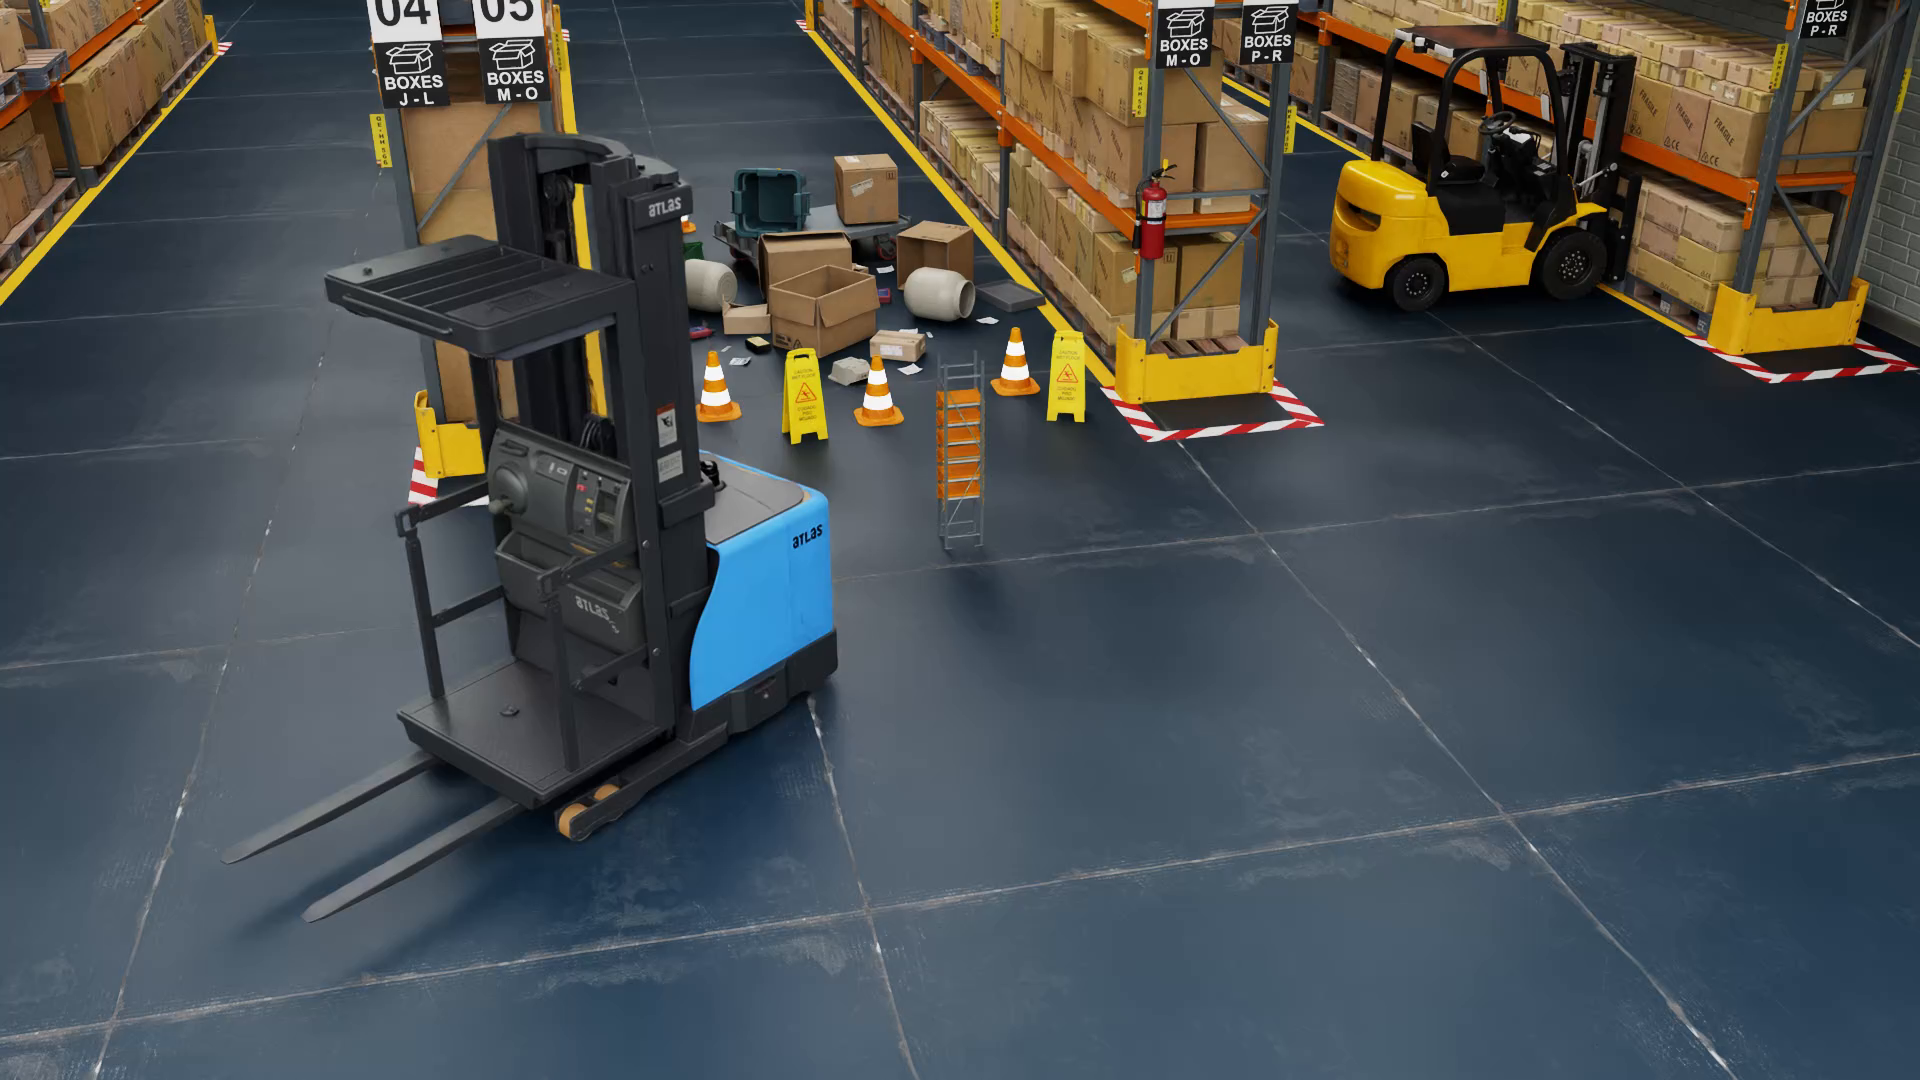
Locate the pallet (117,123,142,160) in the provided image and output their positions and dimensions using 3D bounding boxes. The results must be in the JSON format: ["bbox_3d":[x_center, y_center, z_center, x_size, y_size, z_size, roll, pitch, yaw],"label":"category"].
[{"bbox_3d":[-10.063,-4.583,19.095,1.003,0.211,1.213,-6,27,-12],"label":"pallet"}]

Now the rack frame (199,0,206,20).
[{"bbox_3d":[-11.490,-8.451,23.665,1.000,3.000,0.127,-6,27,-12],"label":"rack frame"}]

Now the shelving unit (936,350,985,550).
[{"bbox_3d":[0.003,-0.529,9.967,0.258,1.200,0.189,-6,27,-12],"label":"shelving unit"}]

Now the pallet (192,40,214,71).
[{"bbox_3d":[-11.233,-6.863,23.614,1.003,0.211,1.213,-6,27,-12],"label":"pallet"}]

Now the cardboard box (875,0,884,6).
[{"bbox_3d":[-0.770,-6.741,20.442,0.500,0.250,0.500,-6,27,-12],"label":"cardboard box"}]

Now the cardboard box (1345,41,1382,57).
[{"bbox_3d":[4.989,-6.073,20.541,0.380,0.149,0.250,-5,27,-9],"label":"cardboard box"}]

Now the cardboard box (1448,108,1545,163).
[{"bbox_3d":[5.576,-4.051,17.116,0.875,0.625,0.625,-5,27,-9],"label":"cardboard box"}]

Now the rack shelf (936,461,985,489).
[{"bbox_3d":[0.003,-0.382,10.041,0.258,0.103,0.180,-6,27,-12],"label":"rack shelf"}]

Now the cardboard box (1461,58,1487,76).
[{"bbox_3d":[5.336,-4.823,16.643,0.500,0.250,0.500,-5,27,-10],"label":"cardboard box"}]

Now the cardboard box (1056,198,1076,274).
[{"bbox_3d":[1.109,-2.505,13.637,0.500,0.500,0.500,-7,28,-13],"label":"cardboard box"}]

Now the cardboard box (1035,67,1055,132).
[{"bbox_3d":[0.934,-3.706,13.822,0.500,0.500,0.500,-6,27,-12],"label":"cardboard box"}]

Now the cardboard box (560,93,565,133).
[{"bbox_3d":[-4.743,-4.807,18.752,0.500,0.500,0.500,-7,28,-14],"label":"cardboard box"}]

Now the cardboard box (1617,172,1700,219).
[{"bbox_3d":[5.954,-2.960,14.262,0.500,0.250,0.500,-6,27,-11],"label":"cardboard box"}]

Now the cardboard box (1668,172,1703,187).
[{"bbox_3d":[6.464,-3.015,14.371,0.500,0.250,0.500,-6,27,-12],"label":"cardboard box"}]

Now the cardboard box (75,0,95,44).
[{"bbox_3d":[-9.769,-5.676,18.055,0.500,0.500,0.500,-6,27,-13],"label":"cardboard box"}]

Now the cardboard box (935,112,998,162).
[{"bbox_3d":[0.260,-4.388,18.065,0.950,0.372,0.625,-6,27,-13],"label":"cardboard box"}]

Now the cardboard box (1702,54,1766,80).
[{"bbox_3d":[6.149,-3.759,13.208,0.380,0.149,0.250,-5,27,-10],"label":"cardboard box"}]

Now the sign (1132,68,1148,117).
[{"bbox_3d":[1.226,-3.044,11.316,0.100,0.325,0.005,-6,27,-12],"label":"sign"}]

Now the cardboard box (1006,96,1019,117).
[{"bbox_3d":[0.628,-3.907,14.940,0.380,0.149,0.250,-6,27,-12],"label":"cardboard box"}]

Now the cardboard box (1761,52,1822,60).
[{"bbox_3d":[6.639,-3.808,13.305,0.380,0.149,0.250,-5,27,-11],"label":"cardboard box"}]

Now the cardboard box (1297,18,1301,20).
[{"bbox_3d":[4.599,-6.872,22.125,0.380,0.149,0.250,-6,27,-11],"label":"cardboard box"}]

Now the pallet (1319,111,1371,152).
[{"bbox_3d":[4.951,-4.841,19.607,1.003,0.211,1.213,-6,27,-12],"label":"pallet"}]

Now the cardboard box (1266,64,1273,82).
[{"bbox_3d":[4.276,-6.137,21.388,0.500,0.500,0.500,-5,27,-9],"label":"cardboard box"}]

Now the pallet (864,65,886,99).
[{"bbox_3d":[-0.686,-6.126,22.152,1.003,0.211,1.213,-6,27,-12],"label":"pallet"}]

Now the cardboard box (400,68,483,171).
[{"bbox_3d":[-3.289,-2.835,11.172,0.875,0.550,0.550,-6,27,-12],"label":"cardboard box"}]

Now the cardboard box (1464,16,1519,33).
[{"bbox_3d":[5.345,-5.041,16.520,0.500,0.250,0.500,-7,28,-13],"label":"cardboard box"}]

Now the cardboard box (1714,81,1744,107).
[{"bbox_3d":[6.169,-3.506,13.037,0.380,0.149,0.250,-6,27,-11],"label":"cardboard box"}]

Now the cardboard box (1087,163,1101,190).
[{"bbox_3d":[1.189,-2.789,12.725,0.380,0.149,0.250,-5,27,-11],"label":"cardboard box"}]

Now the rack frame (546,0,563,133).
[{"bbox_3d":[-4.832,-5.399,17.617,1.000,3.000,0.127,-6,27,-12],"label":"rack frame"}]

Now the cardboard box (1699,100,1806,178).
[{"bbox_3d":[6.240,-3.173,13.097,0.500,0.500,0.500,-7,28,-13],"label":"cardboard box"}]

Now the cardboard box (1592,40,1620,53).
[{"bbox_3d":[5.781,-4.298,14.606,0.380,0.149,0.250,-7,28,-13],"label":"cardboard box"}]

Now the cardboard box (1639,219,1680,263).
[{"bbox_3d":[6.089,-2.526,13.956,0.500,0.250,0.500,-6,27,-12],"label":"cardboard box"}]

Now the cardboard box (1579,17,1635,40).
[{"bbox_3d":[5.744,-4.541,14.757,0.380,0.149,0.250,-6,27,-12],"label":"cardboard box"}]

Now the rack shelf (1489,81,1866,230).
[{"bbox_3d":[6.156,-3.496,14.646,1.077,0.370,4.000,-6,27,-12],"label":"rack shelf"}]

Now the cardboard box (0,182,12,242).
[{"bbox_3d":[-9.118,-2.992,15.136,0.700,0.500,0.500,-8,28,-16],"label":"cardboard box"}]

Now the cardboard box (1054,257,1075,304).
[{"bbox_3d":[1.094,-2.179,13.823,0.500,0.250,0.500,-7,28,-13],"label":"cardboard box"}]

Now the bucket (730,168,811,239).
[{"bbox_3d":[-1.653,-3.034,14.879,0.726,0.611,0.620,3,17,6],"label":"bucket"}]

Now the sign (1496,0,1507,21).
[{"bbox_3d":[5.178,-5.117,15.863,0.100,0.325,0.005,-6,27,-12],"label":"sign"}]

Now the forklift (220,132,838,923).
[{"bbox_3d":[-1.951,-0.196,7.385,1.130,2.935,3.031,20,33,34],"label":"forklift"}]

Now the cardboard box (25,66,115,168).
[{"bbox_3d":[-9.822,-4.483,17.696,1.225,0.875,0.875,-7,28,-14],"label":"cardboard box"}]

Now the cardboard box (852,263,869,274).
[{"bbox_3d":[-1.038,-2.393,14.697,0.396,0.266,0.258,19,32,32],"label":"cardboard box"}]

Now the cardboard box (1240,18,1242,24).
[{"bbox_3d":[4.005,-7.040,22.457,0.380,0.149,0.250,-6,27,-12],"label":"cardboard box"}]

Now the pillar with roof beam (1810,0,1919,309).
[{"bbox_3d":[3.133,-5.578,11.314,9.100,9.000,0.400,-6,27,-12],"label":"pillar with roof beam"}]

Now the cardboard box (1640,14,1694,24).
[{"bbox_3d":[6.316,-4.604,14.882,0.380,0.149,0.250,-6,27,-12],"label":"cardboard box"}]

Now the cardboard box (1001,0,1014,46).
[{"bbox_3d":[0.758,-4.598,14.480,0.700,0.500,0.500,-6,27,-12],"label":"cardboard box"}]

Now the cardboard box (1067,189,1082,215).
[{"bbox_3d":[1.077,-2.724,13.351,0.380,0.149,0.250,-5,27,-9],"label":"cardboard box"}]

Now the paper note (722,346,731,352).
[{"bbox_3d":[-1.865,-1.525,13.260,0.032,0.001,0.123,8,28,15],"label":"paper note"}]

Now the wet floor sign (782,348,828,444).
[{"bbox_3d":[-1.093,-1.024,11.563,0.267,0.644,0.232,-11,29,-20],"label":"wet floor sign"}]

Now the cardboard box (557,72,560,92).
[{"bbox_3d":[-4.011,-4.387,15.501,0.500,0.500,0.500,-6,27,-12],"label":"cardboard box"}]

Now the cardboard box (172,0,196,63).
[{"bbox_3d":[-11.062,-7.018,22.717,0.875,0.875,0.875,-6,27,-12],"label":"cardboard box"}]

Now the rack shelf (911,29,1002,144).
[{"bbox_3d":[0.419,-4.746,17.123,1.077,0.370,4.000,-6,27,-12],"label":"rack shelf"}]

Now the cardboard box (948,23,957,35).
[{"bbox_3d":[0.080,-5.386,17.405,0.380,0.149,0.250,-4,27,-9],"label":"cardboard box"}]

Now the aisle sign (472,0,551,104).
[{"bbox_3d":[-2.721,-3.046,10.072,0.394,0.787,0.004,-6,27,-12],"label":"aisle sign"}]

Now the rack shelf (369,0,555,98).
[{"bbox_3d":[-3.480,-3.783,11.885,1.077,0.370,4.000,-6,27,-12],"label":"rack shelf"}]

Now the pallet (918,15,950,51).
[{"bbox_3d":[0.233,-5.558,18.146,1.213,0.211,1.003,-6,27,-12],"label":"pallet"}]

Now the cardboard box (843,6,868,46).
[{"bbox_3d":[-1.173,-7.425,24.009,0.875,0.438,0.875,-7,28,-13],"label":"cardboard box"}]

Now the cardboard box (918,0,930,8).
[{"bbox_3d":[-0.156,-6.089,18.079,0.500,0.500,0.500,-7,28,-13],"label":"cardboard box"}]
